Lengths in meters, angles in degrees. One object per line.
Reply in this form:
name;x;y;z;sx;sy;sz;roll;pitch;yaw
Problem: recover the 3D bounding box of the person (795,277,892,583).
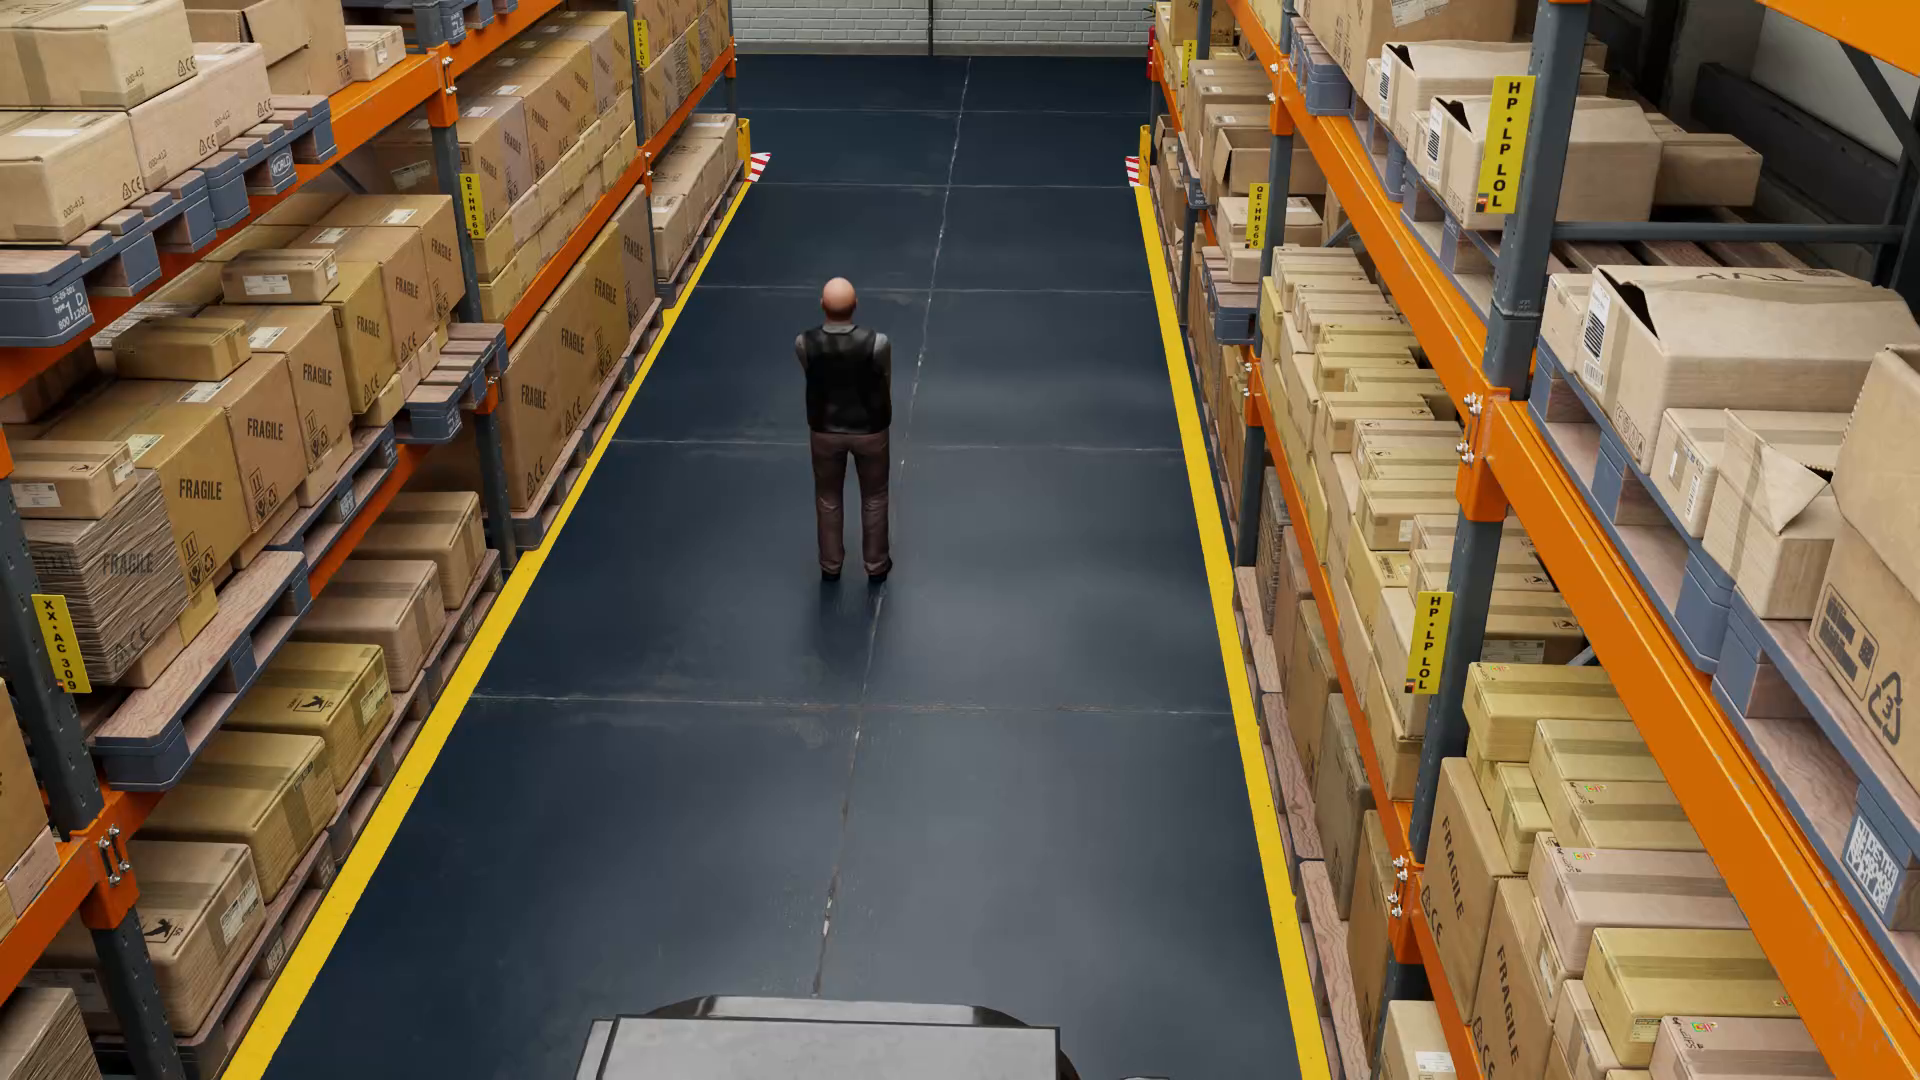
person;-0.593;-0.616;8.825;0.494;1.711;0.559;1;28;3
